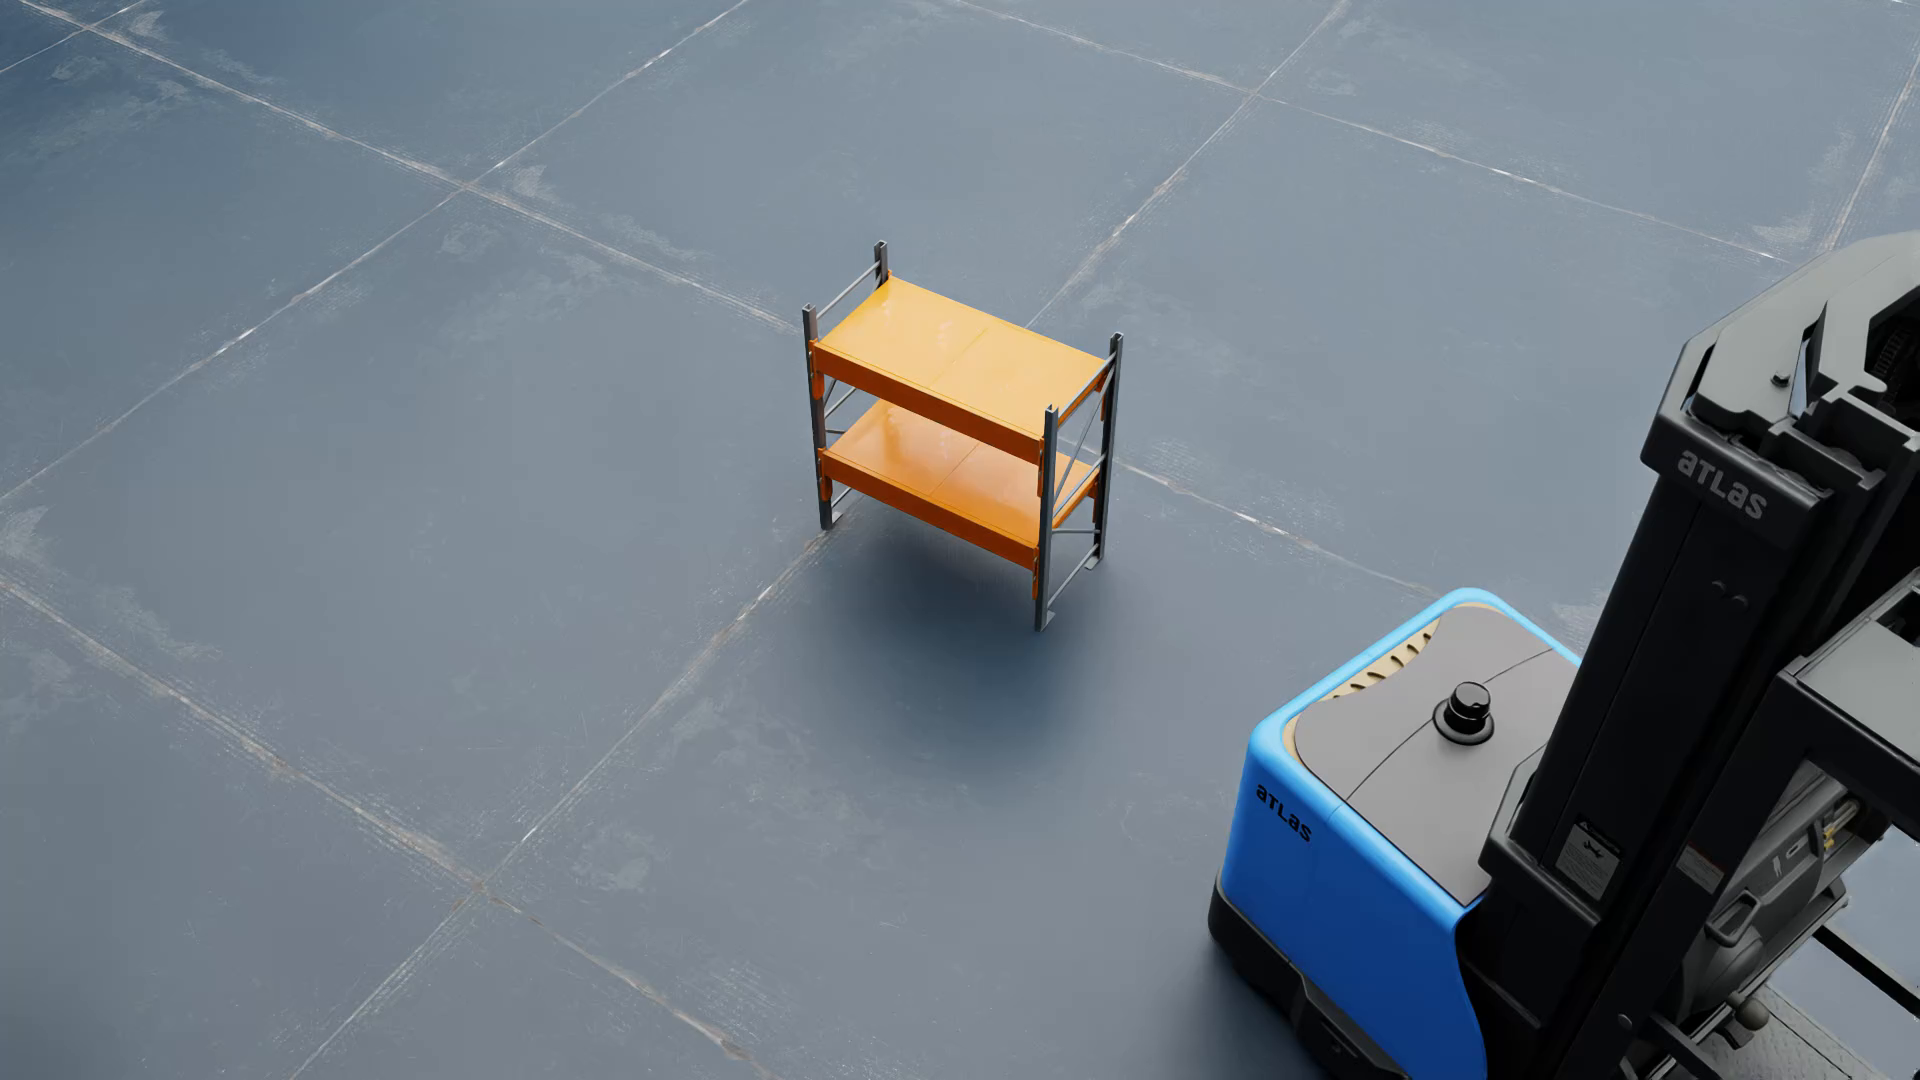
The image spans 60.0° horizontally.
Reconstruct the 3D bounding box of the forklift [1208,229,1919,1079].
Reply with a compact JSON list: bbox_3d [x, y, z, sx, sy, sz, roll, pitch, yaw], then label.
[{"bbox_3d":[2.110,0.896,3.836,1.130,2.935,3.031,-29,52,-25],"label":"forklift"}]

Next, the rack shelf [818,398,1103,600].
[{"bbox_3d":[0.006,-0.219,6.519,1.000,0.278,0.538,25,51,22],"label":"rack shelf"}]

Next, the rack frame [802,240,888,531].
[{"bbox_3d":[-0.422,-0.586,6.535,0.032,1.125,0.500,25,51,22],"label":"rack frame"}]

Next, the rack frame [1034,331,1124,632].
[{"bbox_3d":[0.434,-0.193,6.153,0.032,1.125,0.500,25,51,22],"label":"rack frame"}]

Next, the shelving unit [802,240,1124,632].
[{"bbox_3d":[0.006,-0.389,6.344,1.048,1.125,0.538,25,51,22],"label":"shelving unit"}]

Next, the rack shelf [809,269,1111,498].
[{"bbox_3d":[0.006,-0.593,6.134,1.000,0.278,0.538,25,51,22],"label":"rack shelf"}]
